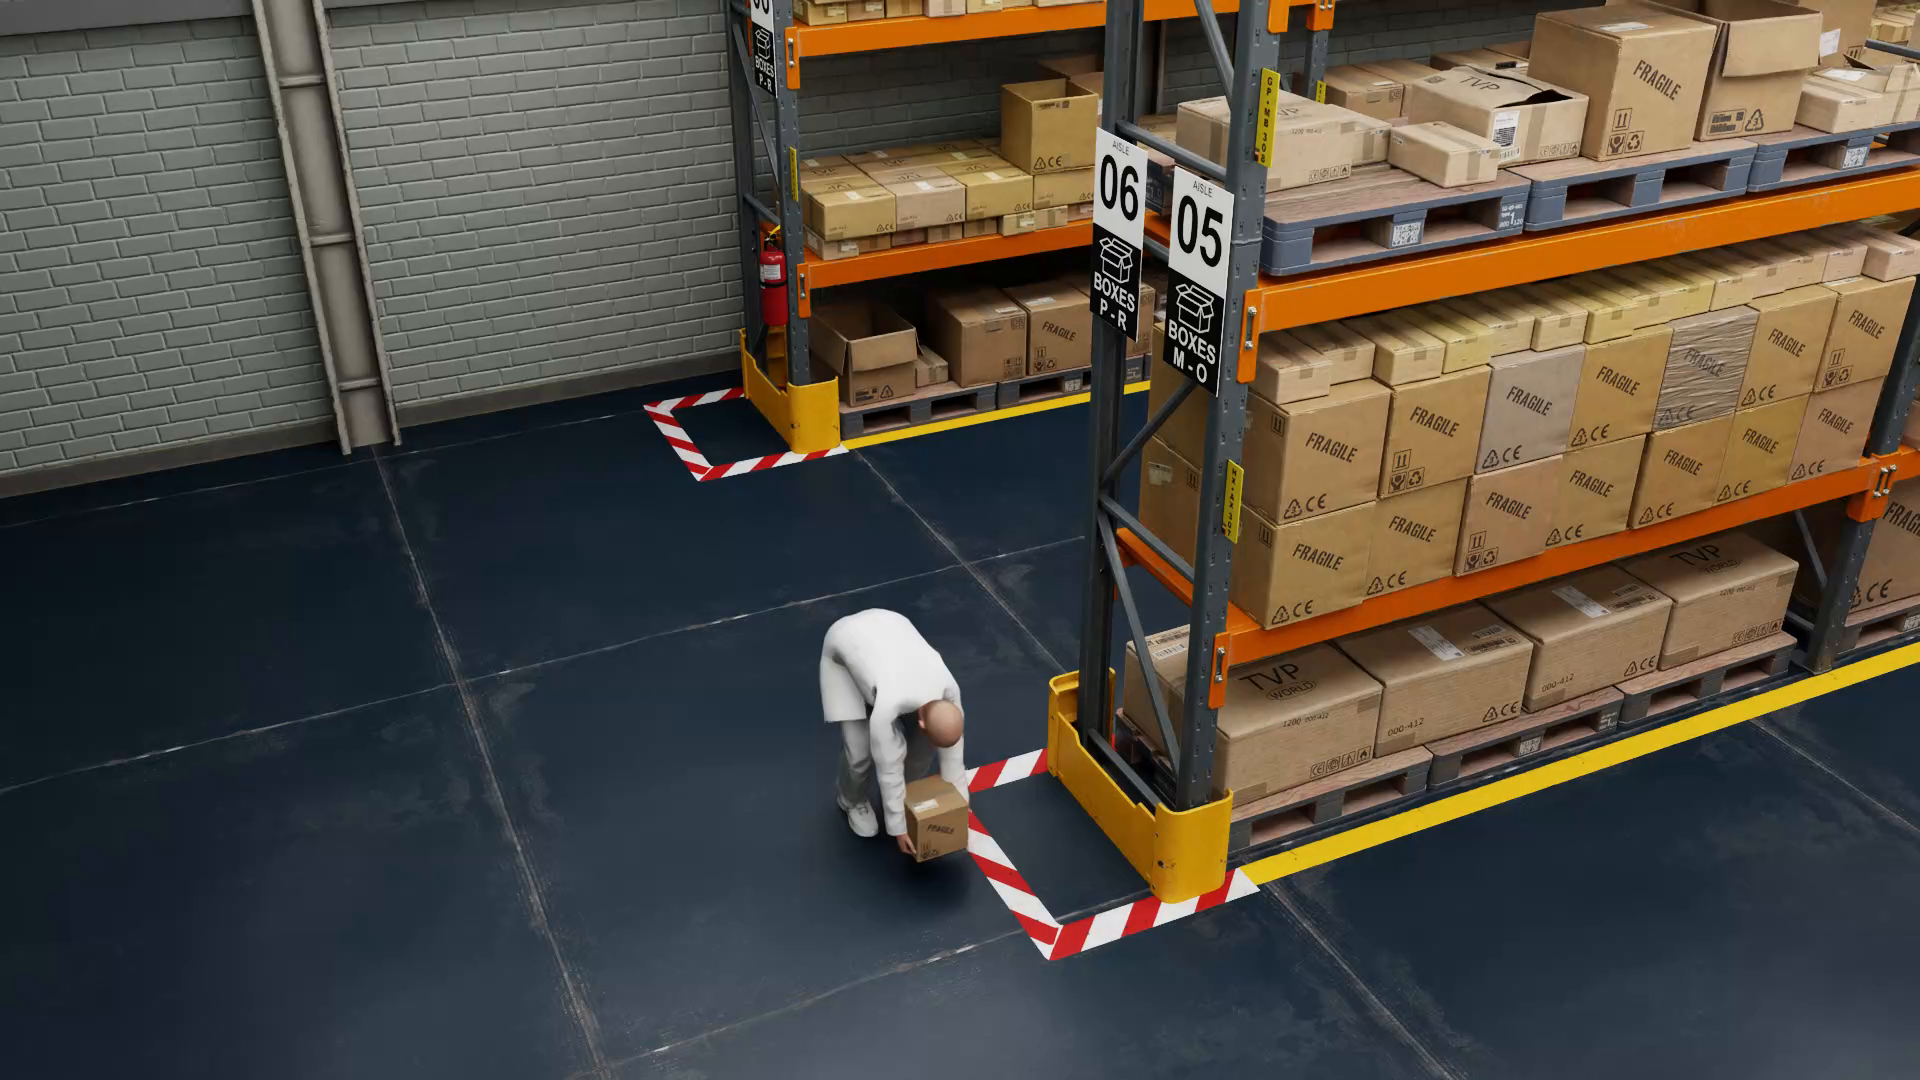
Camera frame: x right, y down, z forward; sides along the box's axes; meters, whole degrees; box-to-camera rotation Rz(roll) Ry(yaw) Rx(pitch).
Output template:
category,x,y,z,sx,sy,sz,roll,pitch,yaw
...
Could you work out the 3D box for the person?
category,x,y,z,sx,sy,sz,roll,pitch,yaw
person,-0.277,0.905,7.565,0.573,1.076,0.948,-17,33,-27
